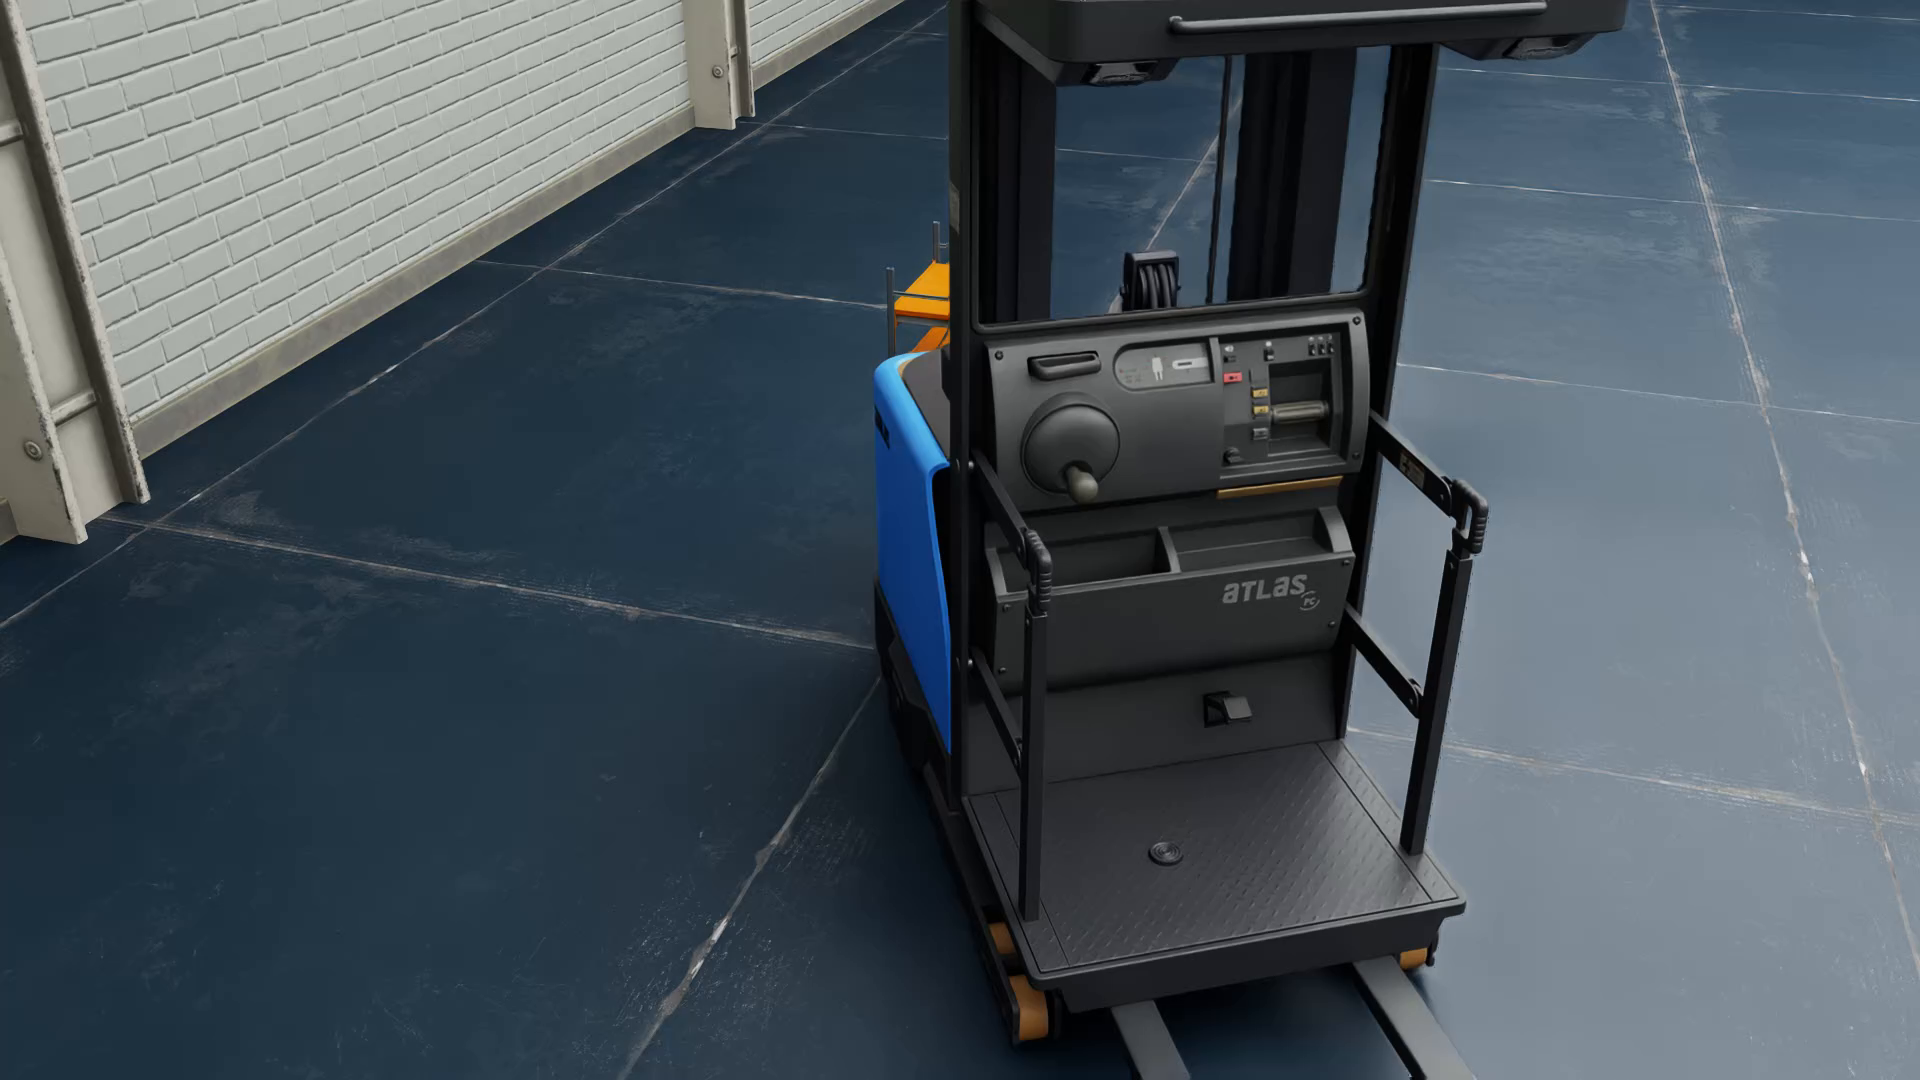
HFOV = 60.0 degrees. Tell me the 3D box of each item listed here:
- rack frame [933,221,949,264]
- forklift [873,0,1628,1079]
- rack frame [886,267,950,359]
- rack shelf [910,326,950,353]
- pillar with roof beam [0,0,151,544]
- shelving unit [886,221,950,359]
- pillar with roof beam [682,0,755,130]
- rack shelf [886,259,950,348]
[{"bbox_3d":[0.023,-0.561,6.024,0.240,1.200,0.015,8,30,15],"label":"rack frame"},{"bbox_3d":[0.576,-0.267,3.715,1.130,2.935,3.031,-7,30,-12],"label":"forklift"},{"bbox_3d":[-0.120,-0.334,5.616,0.240,1.200,0.015,8,30,15],"label":"rack frame"},{"bbox_3d":[-0.049,-0.584,5.744,0.258,0.148,0.480,8,30,15],"label":"rack shelf"},{"bbox_3d":[0.727,-3.415,3.132,9.100,9.000,0.400,8,30,15],"label":"pillar with roof beam"},{"bbox_3d":[-0.049,-0.447,5.820,0.258,1.200,0.503,8,30,15],"label":"shelving unit"},{"bbox_3d":[2.489,-6.203,8.144,9.100,9.000,0.400,8,30,15],"label":"pillar with roof beam"},{"bbox_3d":[-0.049,-0.791,5.629,0.258,0.148,0.480,8,30,15],"label":"rack shelf"}]
